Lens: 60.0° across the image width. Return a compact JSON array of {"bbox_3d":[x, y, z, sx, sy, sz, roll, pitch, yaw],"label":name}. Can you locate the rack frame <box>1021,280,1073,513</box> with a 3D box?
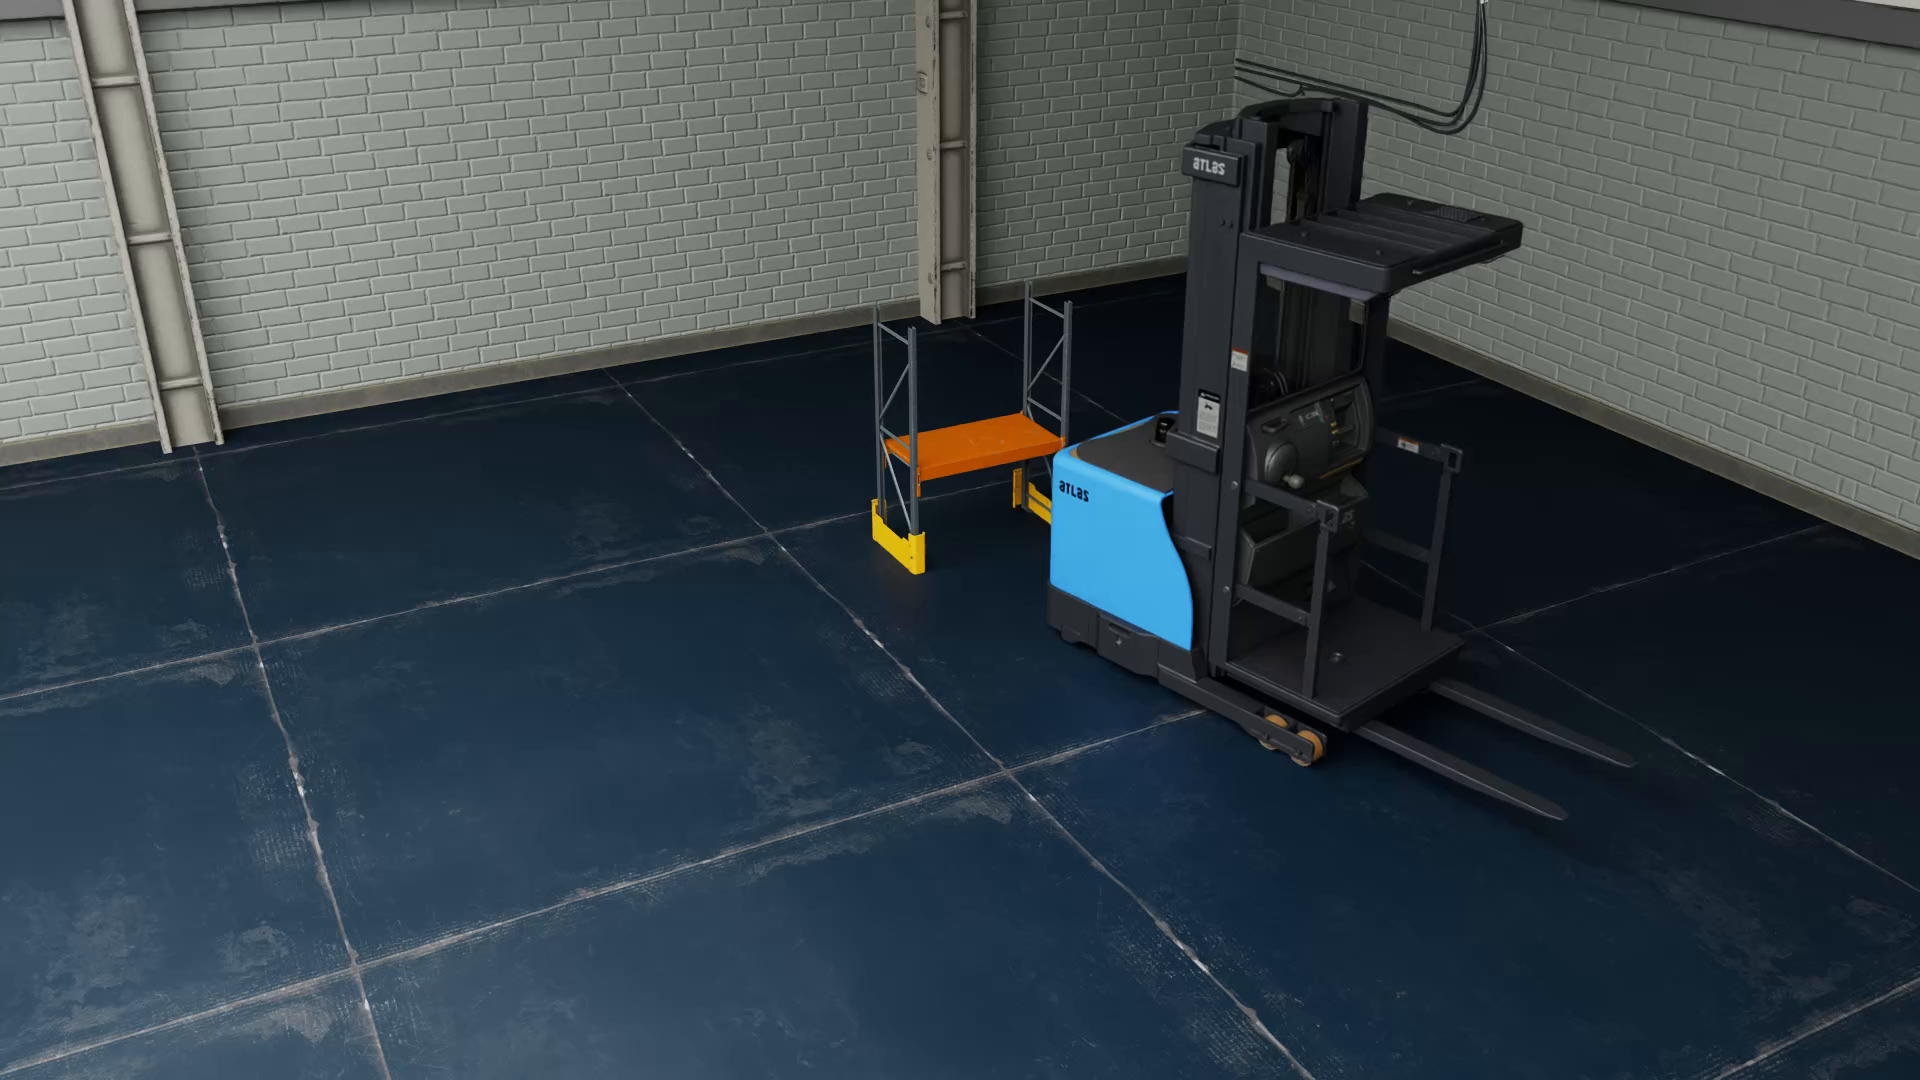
[{"bbox_3d":[0.524,-0.797,10.177,0.032,1.500,0.500,-13,29,-25],"label":"rack frame"}]

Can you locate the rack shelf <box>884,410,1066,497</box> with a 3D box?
[{"bbox_3d":[0.075,-0.531,10.039,1.000,0.185,0.538,-13,29,-25],"label":"rack shelf"}]

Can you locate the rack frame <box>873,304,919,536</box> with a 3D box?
[{"bbox_3d":[-0.373,-0.590,9.746,0.032,1.500,0.500,-13,29,-25],"label":"rack frame"}]

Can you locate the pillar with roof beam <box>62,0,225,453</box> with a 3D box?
[{"bbox_3d":[-3.375,-3.108,6.327,0.400,9.000,9.100,-13,29,-25],"label":"pillar with roof beam"}]

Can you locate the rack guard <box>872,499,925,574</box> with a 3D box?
[{"bbox_3d":[-0.372,-0.027,10.017,0.087,0.250,0.587,-13,29,-25],"label":"rack guard"}]

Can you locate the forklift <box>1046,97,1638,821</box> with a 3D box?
[{"bbox_3d":[1.837,-0.486,7.877,1.130,2.935,3.031,-22,33,-37],"label":"forklift"}]

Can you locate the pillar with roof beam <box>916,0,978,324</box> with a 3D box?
[{"bbox_3d":[1.919,-4.330,8.872,0.400,9.000,9.100,-13,29,-25],"label":"pillar with roof beam"}]

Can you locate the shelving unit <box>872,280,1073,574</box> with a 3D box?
[{"bbox_3d":[0.067,-0.692,9.958,1.083,1.500,0.587,-13,29,-25],"label":"shelving unit"}]

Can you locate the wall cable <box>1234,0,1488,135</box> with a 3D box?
[{"bbox_3d":[3.115,-4.670,13.167,0.112,2.526,3.097,-13,29,-25],"label":"wall cable"}]

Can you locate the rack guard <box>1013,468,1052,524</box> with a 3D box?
[{"bbox_3d":[0.507,-0.230,10.439,0.087,0.250,0.587,-13,29,-25],"label":"rack guard"}]
